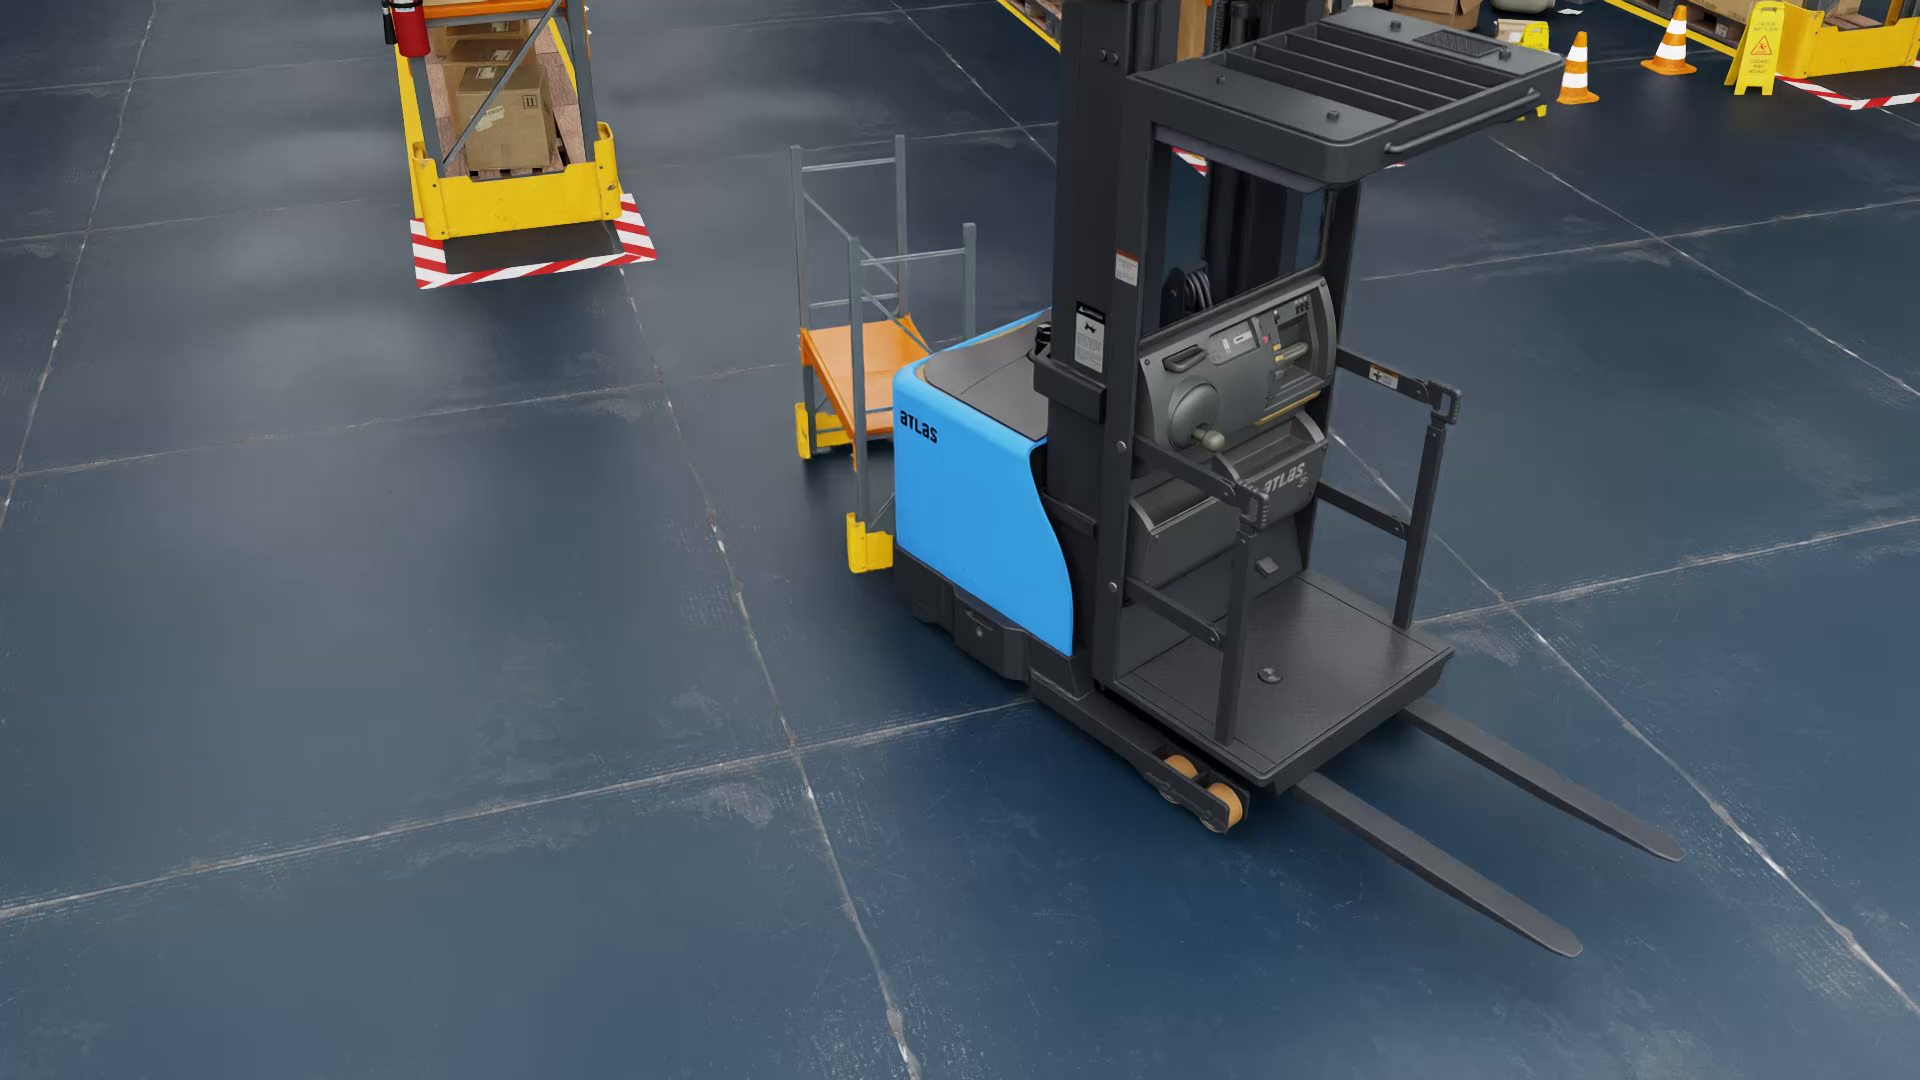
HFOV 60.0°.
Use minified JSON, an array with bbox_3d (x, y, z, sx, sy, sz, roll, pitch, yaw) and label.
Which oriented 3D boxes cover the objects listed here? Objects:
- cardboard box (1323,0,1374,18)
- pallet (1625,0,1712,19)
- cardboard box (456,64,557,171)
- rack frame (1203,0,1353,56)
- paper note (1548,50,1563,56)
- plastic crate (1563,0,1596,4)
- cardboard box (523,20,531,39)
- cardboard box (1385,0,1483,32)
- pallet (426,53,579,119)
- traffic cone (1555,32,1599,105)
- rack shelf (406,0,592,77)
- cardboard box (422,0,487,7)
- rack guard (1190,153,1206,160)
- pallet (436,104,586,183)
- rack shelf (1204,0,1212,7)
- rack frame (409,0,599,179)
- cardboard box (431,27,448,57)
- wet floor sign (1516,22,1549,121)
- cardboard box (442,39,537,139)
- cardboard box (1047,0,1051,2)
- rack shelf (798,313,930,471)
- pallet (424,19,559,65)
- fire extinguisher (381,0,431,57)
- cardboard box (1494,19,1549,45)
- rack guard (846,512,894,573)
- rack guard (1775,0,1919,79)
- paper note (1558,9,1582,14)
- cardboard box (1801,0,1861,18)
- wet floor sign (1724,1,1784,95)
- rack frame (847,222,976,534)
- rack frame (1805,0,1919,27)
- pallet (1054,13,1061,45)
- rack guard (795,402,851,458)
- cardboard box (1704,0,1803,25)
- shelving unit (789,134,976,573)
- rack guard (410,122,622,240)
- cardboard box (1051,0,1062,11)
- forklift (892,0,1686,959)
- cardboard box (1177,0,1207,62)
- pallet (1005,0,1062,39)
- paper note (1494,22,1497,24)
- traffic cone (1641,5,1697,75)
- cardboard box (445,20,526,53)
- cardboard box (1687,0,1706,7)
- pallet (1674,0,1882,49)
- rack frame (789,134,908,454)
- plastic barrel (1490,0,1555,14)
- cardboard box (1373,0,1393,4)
[{"bbox_3d":[3.152,-4.337,13.573,0.396,0.266,0.258,-4,34,-6],"label":"cardboard box"},{"bbox_3d":[6.171,-4.804,14.329,1.003,0.211,1.213,-10,35,-15],"label":"pallet"},{"bbox_3d":[-2.836,-2.652,10.430,0.500,0.500,0.500,-4,34,-6],"label":"cardboard box"},{"bbox_3d":[2.093,-3.970,10.538,1.000,3.000,0.127,-10,35,-15],"label":"rack frame"},{"bbox_3d":[4.593,-3.779,12.941,0.148,0.019,0.142,-23,40,-31],"label":"paper note"},{"bbox_3d":[5.254,-4.776,14.405,0.402,0.080,0.583,-23,40,-31],"label":"plastic crate"},{"bbox_3d":[-3.351,-3.593,11.853,0.500,0.500,0.500,-13,36,-19],"label":"cardboard box"},{"bbox_3d":[3.830,-4.311,13.317,0.637,0.503,0.797,19,38,26],"label":"cardboard box"},{"bbox_3d":[-3.267,-3.138,11.807,1.003,0.211,1.213,-10,35,-15],"label":"pallet"},{"bbox_3d":[4.464,-3.441,12.038,0.336,0.463,0.334,-10,35,-15],"label":"traffic cone"},{"bbox_3d":[-3.271,-3.939,11.143,1.077,0.370,4.000,-10,35,-15],"label":"rack shelf"},{"bbox_3d":[-2.945,-3.200,9.599,0.380,0.149,0.250,-10,35,-15],"label":"cardboard box"},{"bbox_3d":[2.101,-2.915,11.208,1.175,0.500,0.348,-10,35,-15],"label":"rack guard"},{"bbox_3d":[-2.898,-2.498,10.839,1.003,0.211,1.213,-10,35,-15],"label":"pallet"},{"bbox_3d":[1.483,-4.720,12.325,1.077,0.370,4.000,-10,35,-15],"label":"rack shelf"},{"bbox_3d":[-2.661,-3.189,9.356,1.000,3.000,0.127,-10,35,-15],"label":"rack frame"},{"bbox_3d":[-3.615,-3.906,12.326,0.500,0.500,0.500,0,33,1],"label":"cardboard box"},{"bbox_3d":[3.988,-3.306,11.668,0.267,0.644,0.232,-16,37,-23],"label":"wet floor sign"},{"bbox_3d":[-3.051,-2.960,10.896,0.500,0.500,0.500,-1,33,-2],"label":"cardboard box"},{"bbox_3d":[0.998,-5.017,13.668,0.875,0.875,0.875,-9,35,-14],"label":"cardboard box"},{"bbox_3d":[-0.332,-0.661,7.216,0.538,0.185,1.000,-10,35,-14],"label":"rack shelf"},{"bbox_3d":[-3.643,-3.779,12.778,1.003,0.211,1.213,-10,35,-15],"label":"pallet"},{"bbox_3d":[-3.065,-3.020,9.169,0.296,0.674,0.183,-10,35,-15],"label":"fire extinguisher"},{"bbox_3d":[4.453,-4.015,13.191,0.380,0.149,0.250,7,34,10],"label":"cardboard box"},{"bbox_3d":[-0.188,-0.032,7.071,0.587,0.250,0.087,-10,35,-14],"label":"rack guard"},{"bbox_3d":[6.753,-3.853,12.627,1.175,0.500,0.348,-10,35,-15],"label":"rack guard"},{"bbox_3d":[5.113,-4.429,13.926,0.142,0.019,0.148,-23,40,-31],"label":"paper note"},{"bbox_3d":[6.794,-4.354,13.231,0.500,0.250,0.500,-10,35,-15],"label":"cardboard box"},{"bbox_3d":[5.816,-3.594,12.104,0.267,0.644,0.232,1,33,2],"label":"wet floor sign"},{"bbox_3d":[-0.183,-0.543,6.711,0.500,1.500,0.032,-10,35,-14],"label":"rack frame"},{"bbox_3d":[6.777,-4.856,11.878,1.000,3.000,0.127,-10,35,-15],"label":"rack frame"},{"bbox_3d":[1.406,-3.853,12.890,1.003,0.211,1.213,-10,35,-15],"label":"pallet"},{"bbox_3d":[-0.480,-0.557,7.865,0.587,0.250,0.087,-10,35,-14],"label":"rack guard"},{"bbox_3d":[6.267,-4.276,13.113,0.500,0.250,0.500,-10,35,-15],"label":"cardboard box"},{"bbox_3d":[-0.334,-0.815,7.124,0.587,1.500,1.083,-10,35,-14],"label":"shelving unit"},{"bbox_3d":[-2.684,-2.186,10.105,1.175,0.500,0.348,-10,35,-15],"label":"rack guard"},{"bbox_3d":[1.277,-4.545,12.953,0.875,0.875,0.875,-10,35,-14],"label":"cardboard box"},{"bbox_3d":[1.078,-0.536,5.403,1.130,2.935,3.031,-26,41,-34],"label":"forklift"},{"bbox_3d":[1.824,-3.604,11.530,0.875,0.875,0.875,-10,35,-14],"label":"cardboard box"},{"bbox_3d":[1.031,-4.495,13.861,1.003,0.211,1.213,-10,35,-15],"label":"pallet"},{"bbox_3d":[4.476,-4.245,13.657,0.148,0.019,0.142,1,33,2],"label":"paper note"},{"bbox_3d":[5.417,-3.806,12.591,0.336,0.463,0.334,-10,35,-15],"label":"traffic cone"},{"bbox_3d":[-3.223,-3.292,11.398,0.500,0.500,0.500,-7,34,-10],"label":"cardboard box"},{"bbox_3d":[6.123,-4.536,13.507,0.500,0.250,0.500,-10,35,-15],"label":"cardboard box"},{"bbox_3d":[6.539,-4.165,13.361,1.003,0.211,1.213,-10,35,-15],"label":"pallet"},{"bbox_3d":[-0.481,-1.079,7.522,0.500,1.500,0.032,-10,35,-14],"label":"rack frame"},{"bbox_3d":[4.705,-4.611,13.844,0.512,0.421,0.421,13,36,18],"label":"plastic barrel"},{"bbox_3d":[3.537,-4.857,14.021,0.797,0.637,0.503,-10,35,-15],"label":"cardboard box"}]
